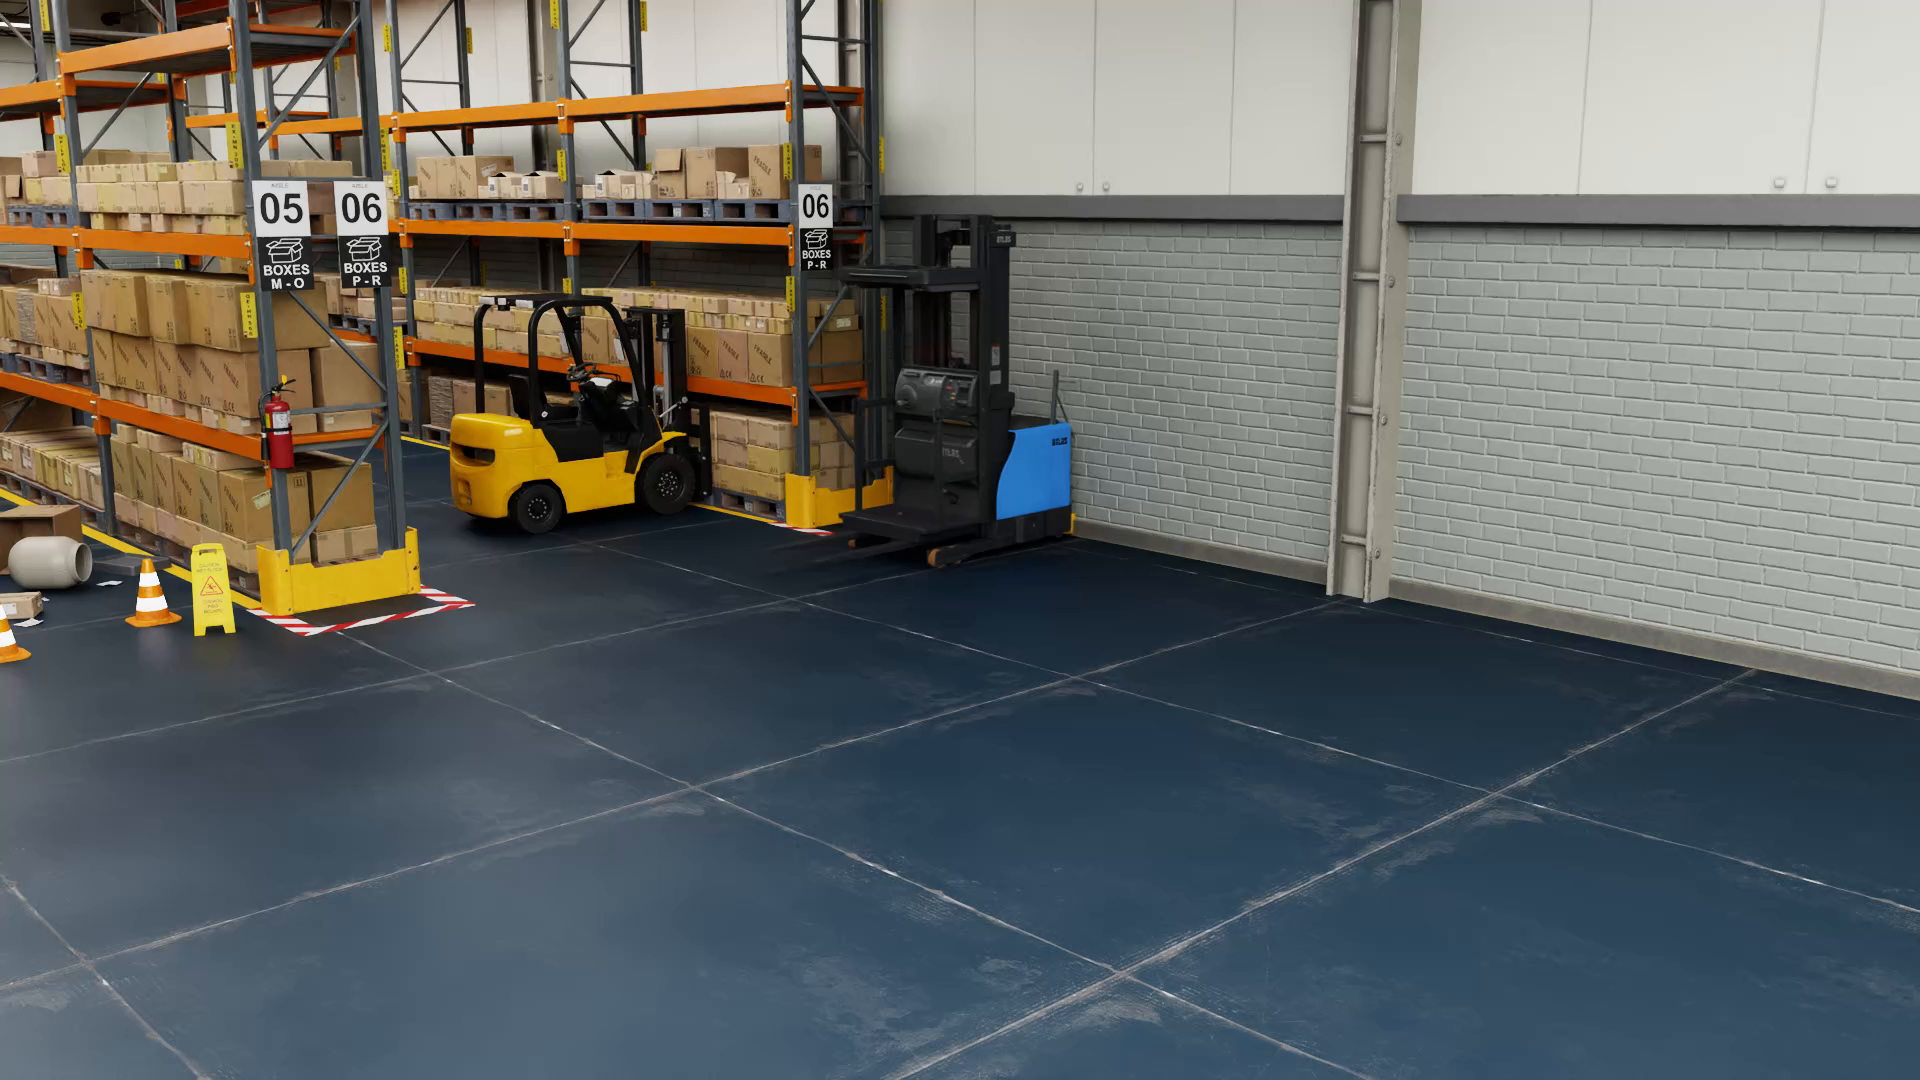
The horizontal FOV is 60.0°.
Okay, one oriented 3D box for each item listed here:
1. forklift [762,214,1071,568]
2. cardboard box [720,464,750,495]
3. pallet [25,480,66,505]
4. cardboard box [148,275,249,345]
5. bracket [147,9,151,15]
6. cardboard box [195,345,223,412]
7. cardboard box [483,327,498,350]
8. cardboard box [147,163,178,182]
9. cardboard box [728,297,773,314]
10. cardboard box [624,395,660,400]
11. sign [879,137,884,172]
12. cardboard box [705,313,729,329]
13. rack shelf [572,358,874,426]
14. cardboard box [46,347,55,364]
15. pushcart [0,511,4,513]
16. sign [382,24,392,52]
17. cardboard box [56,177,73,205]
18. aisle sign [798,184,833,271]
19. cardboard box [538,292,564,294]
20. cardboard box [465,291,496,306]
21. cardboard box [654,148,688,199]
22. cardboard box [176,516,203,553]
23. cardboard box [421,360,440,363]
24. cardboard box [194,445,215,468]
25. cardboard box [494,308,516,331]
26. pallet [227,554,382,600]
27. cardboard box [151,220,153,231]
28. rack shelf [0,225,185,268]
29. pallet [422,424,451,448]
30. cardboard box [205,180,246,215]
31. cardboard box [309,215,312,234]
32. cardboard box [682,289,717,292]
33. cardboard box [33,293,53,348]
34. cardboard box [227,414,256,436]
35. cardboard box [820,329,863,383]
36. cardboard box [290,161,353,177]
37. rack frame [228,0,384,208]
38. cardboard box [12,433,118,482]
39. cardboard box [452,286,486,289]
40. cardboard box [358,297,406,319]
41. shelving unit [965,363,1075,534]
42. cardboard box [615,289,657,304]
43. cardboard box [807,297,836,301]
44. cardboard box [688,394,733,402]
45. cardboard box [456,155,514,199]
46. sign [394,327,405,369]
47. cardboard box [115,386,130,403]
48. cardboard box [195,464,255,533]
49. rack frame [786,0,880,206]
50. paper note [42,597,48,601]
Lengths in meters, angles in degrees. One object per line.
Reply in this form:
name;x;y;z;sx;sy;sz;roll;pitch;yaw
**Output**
forklift;-0.354;-1.311;14.348;1.130;2.935;3.031;11;16;42
cardboard box;-2.061;-0.638;16.689;0.500;0.250;0.500;-11;16;-43
pallet;-8.907;-0.498;17.146;1.003;0.211;1.213;-11;16;-43
cardboard box;-6.040;-1.852;13.344;0.700;0.500;0.500;-11;16;-43
bracket;-13.974;-9.248;28.915;0.235;0.232;0.430;-11;16;-43
cardboard box;-5.676;-1.298;13.131;0.500;0.500;0.500;-11;16;-42
cardboard box;-5.505;-2.452;20.090;0.500;0.250;0.500;-10;15;-41
cardboard box;-6.289;-2.953;13.361;0.380;0.149;0.250;-10;16;-41
cardboard box;-2.083;-2.329;16.529;0.380;0.149;0.250;-11;16;-42
cardboard box;-3.481;-1.423;18.019;0.500;0.250;0.500;-11;16;-42
sign;-0.766;-3.693;15.948;0.100;0.325;0.005;-11;16;-43
cardboard box;-2.328;-2.209;16.683;0.250;0.149;0.380;11;16;43
rack shelf;-2.553;-1.621;17.465;1.077;0.370;4.000;-11;16;-43
cardboard box;-8.628;-1.802;16.145;0.380;0.149;0.250;-11;16;-42
pushcart;-9.136;0.037;14.136;0.936;0.377;1.648;6;13;26
sign;-7.082;-6.206;20.561;0.100;0.325;0.005;-11;16;-43
cardboard box;-8.029;-3.239;15.435;0.500;0.250;0.500;-11;16;-44
aisle sign;-1.339;-2.904;15.468;0.394;0.787;0.004;-11;16;-43
cardboard box;-4.864;-2.906;20.067;0.380;0.149;0.250;-11;16;-43
cardboard box;-5.790;-2.941;20.235;0.380;0.149;0.250;-10;16;-41
cardboard box;-2.665;-3.740;16.992;0.797;0.503;0.637;-10;15;-41
cardboard box;-6.229;-0.081;13.981;0.500;0.250;0.500;11;16;43
cardboard box;-7.345;-2.387;22.951;0.250;0.149;0.380;11;16;43
cardboard box;-5.974;-0.695;13.496;0.380;0.149;0.250;-11;16;-42
cardboard box;-5.167;-2.622;19.674;0.500;0.250;0.500;-10;16;-41
pallet;-5.347;0.242;13.550;1.003;0.211;1.213;-11;16;-43
cardboard box;-6.417;-2.613;13.690;0.380;0.149;0.250;-11;16;-42
rack shelf;-8.902;-2.981;16.636;1.077;0.370;4.000;-11;16;-43
pallet;-6.156;-1.357;21.314;1.003;0.211;1.213;-11;16;-43
cardboard box;-5.307;-2.567;12.478;0.500;0.250;0.500;-11;16;-43
cardboard box;-4.999;-2.454;12.918;0.250;0.149;0.380;11;16;43
cardboard box;-2.776;-2.625;17.965;0.380;0.149;0.250;-11;16;-43
cardboard box;-8.702;-2.157;16.259;0.500;0.500;0.500;-10;15;-41
cardboard box;-5.427;-0.912;12.866;0.380;0.149;0.250;-11;16;-43
cardboard box;-1.313;-1.841;16.504;0.500;0.500;0.500;-10;15;-41
cardboard box;-4.857;-2.806;12.648;0.380;0.149;0.250;-11;16;-43
rack frame;-4.759;-3.927;12.010;1.000;3.000;0.127;-11;16;-43
cardboard box;-9.385;-0.885;17.581;0.950;0.372;0.625;-11;16;-44
cardboard box;-6.325;-3.196;21.474;0.380;0.149;0.250;-10;15;-41
cardboard box;-7.659;-3.090;22.144;0.500;0.250;0.500;11;16;42
shelving unit;0.538;-0.861;15.511;1.083;1.500;0.587;9;9;36
cardboard box;-3.500;-2.628;17.978;0.380;0.149;0.250;-11;16;-44
cardboard box;-1.387;-2.320;16.483;0.380;0.149;0.250;-10;15;-41
cardboard box;-2.754;-1.421;18.009;0.500;0.250;0.500;-11;16;-42
cardboard box;-5.669;-4.333;19.878;0.500;0.500;0.500;-10;16;-41
sign;-4.367;-1.488;12.895;0.100;0.325;0.005;-11;16;-43
cardboard box;-7.324;-1.329;14.891;0.380;0.149;0.250;-10;15;-41
cardboard box;-5.864;-0.371;13.534;0.500;0.500;0.500;-10;15;-40
rack frame;-1.172;-4.619;15.370;1.000;3.000;0.127;-11;16;-43
paper note;-7.148;0.461;12.985;0.032;0.001;0.123;-11;16;-43
